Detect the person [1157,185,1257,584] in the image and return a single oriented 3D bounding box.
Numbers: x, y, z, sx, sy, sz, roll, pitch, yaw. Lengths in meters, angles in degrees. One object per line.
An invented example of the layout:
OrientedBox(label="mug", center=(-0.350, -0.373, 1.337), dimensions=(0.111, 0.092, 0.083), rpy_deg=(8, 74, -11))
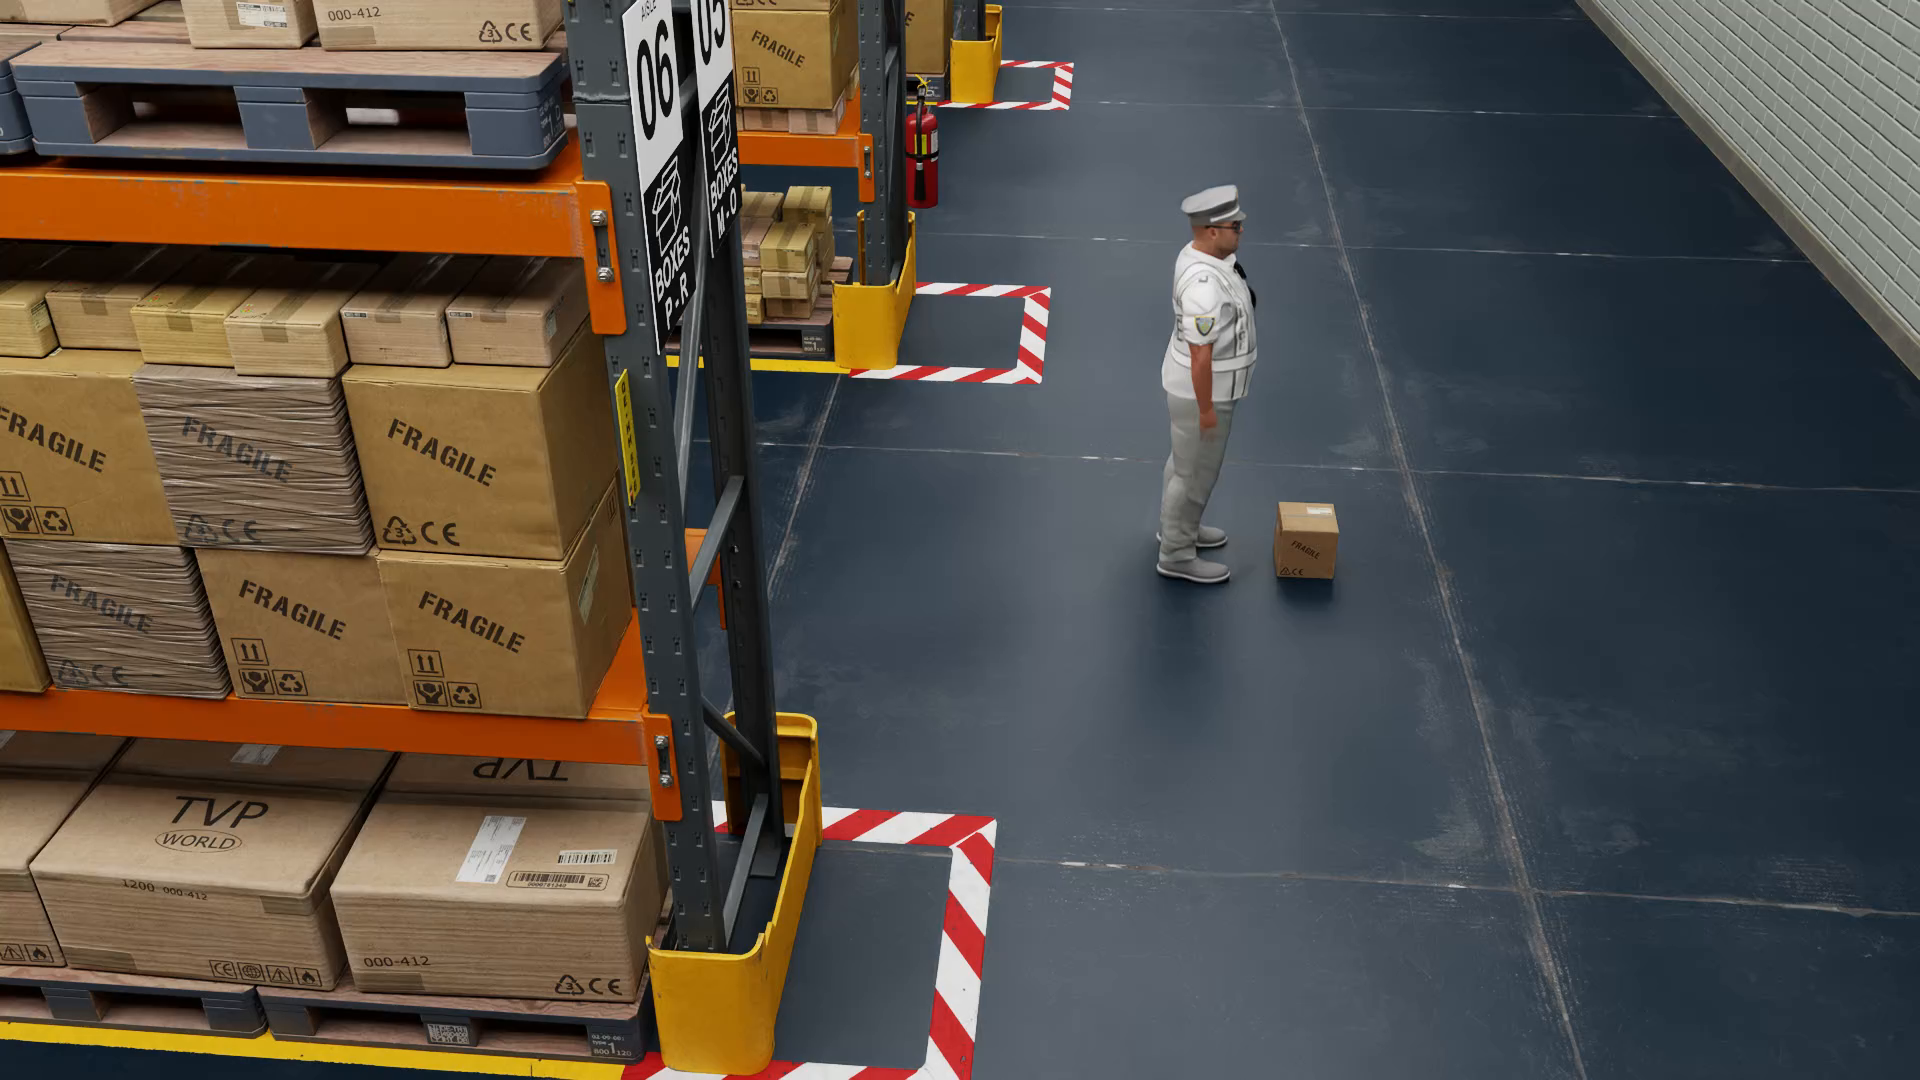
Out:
OrientedBox(label="person", center=(1.071, -0.675, 7.205), dimensions=(0.395, 1.772, 0.525), rpy_deg=(3, 32, 5))
